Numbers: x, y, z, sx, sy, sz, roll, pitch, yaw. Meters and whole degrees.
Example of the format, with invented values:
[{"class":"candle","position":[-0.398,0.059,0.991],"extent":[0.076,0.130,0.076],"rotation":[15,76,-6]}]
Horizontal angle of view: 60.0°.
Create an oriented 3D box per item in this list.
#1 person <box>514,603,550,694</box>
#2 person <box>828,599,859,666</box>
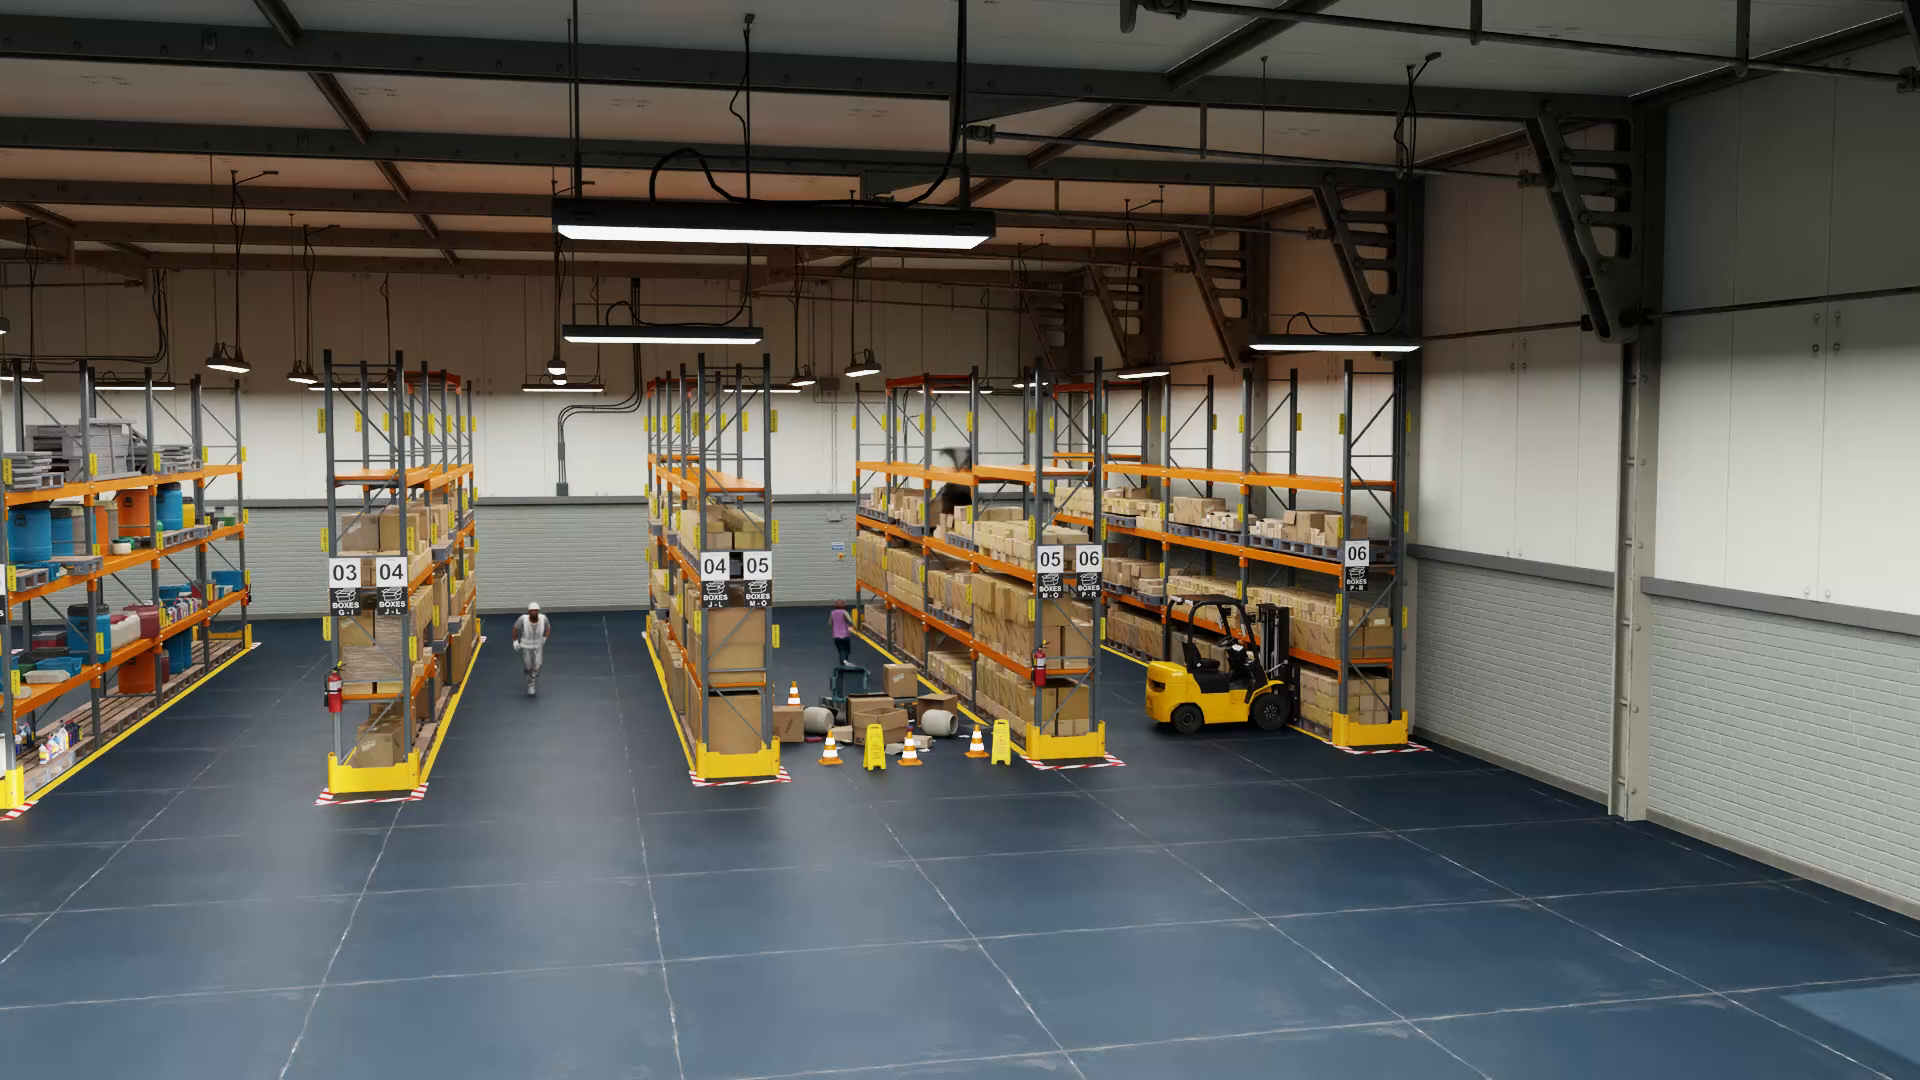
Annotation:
[{"class":"person","position":[-7.956,1.997,30.941],"extent":[0.649,1.703,0.694],"rotation":[-2,4,-27]},{"class":"person","position":[-2.359,1.951,33.302],"extent":[0.640,1.520,0.551],"rotation":[1,4,9]}]
